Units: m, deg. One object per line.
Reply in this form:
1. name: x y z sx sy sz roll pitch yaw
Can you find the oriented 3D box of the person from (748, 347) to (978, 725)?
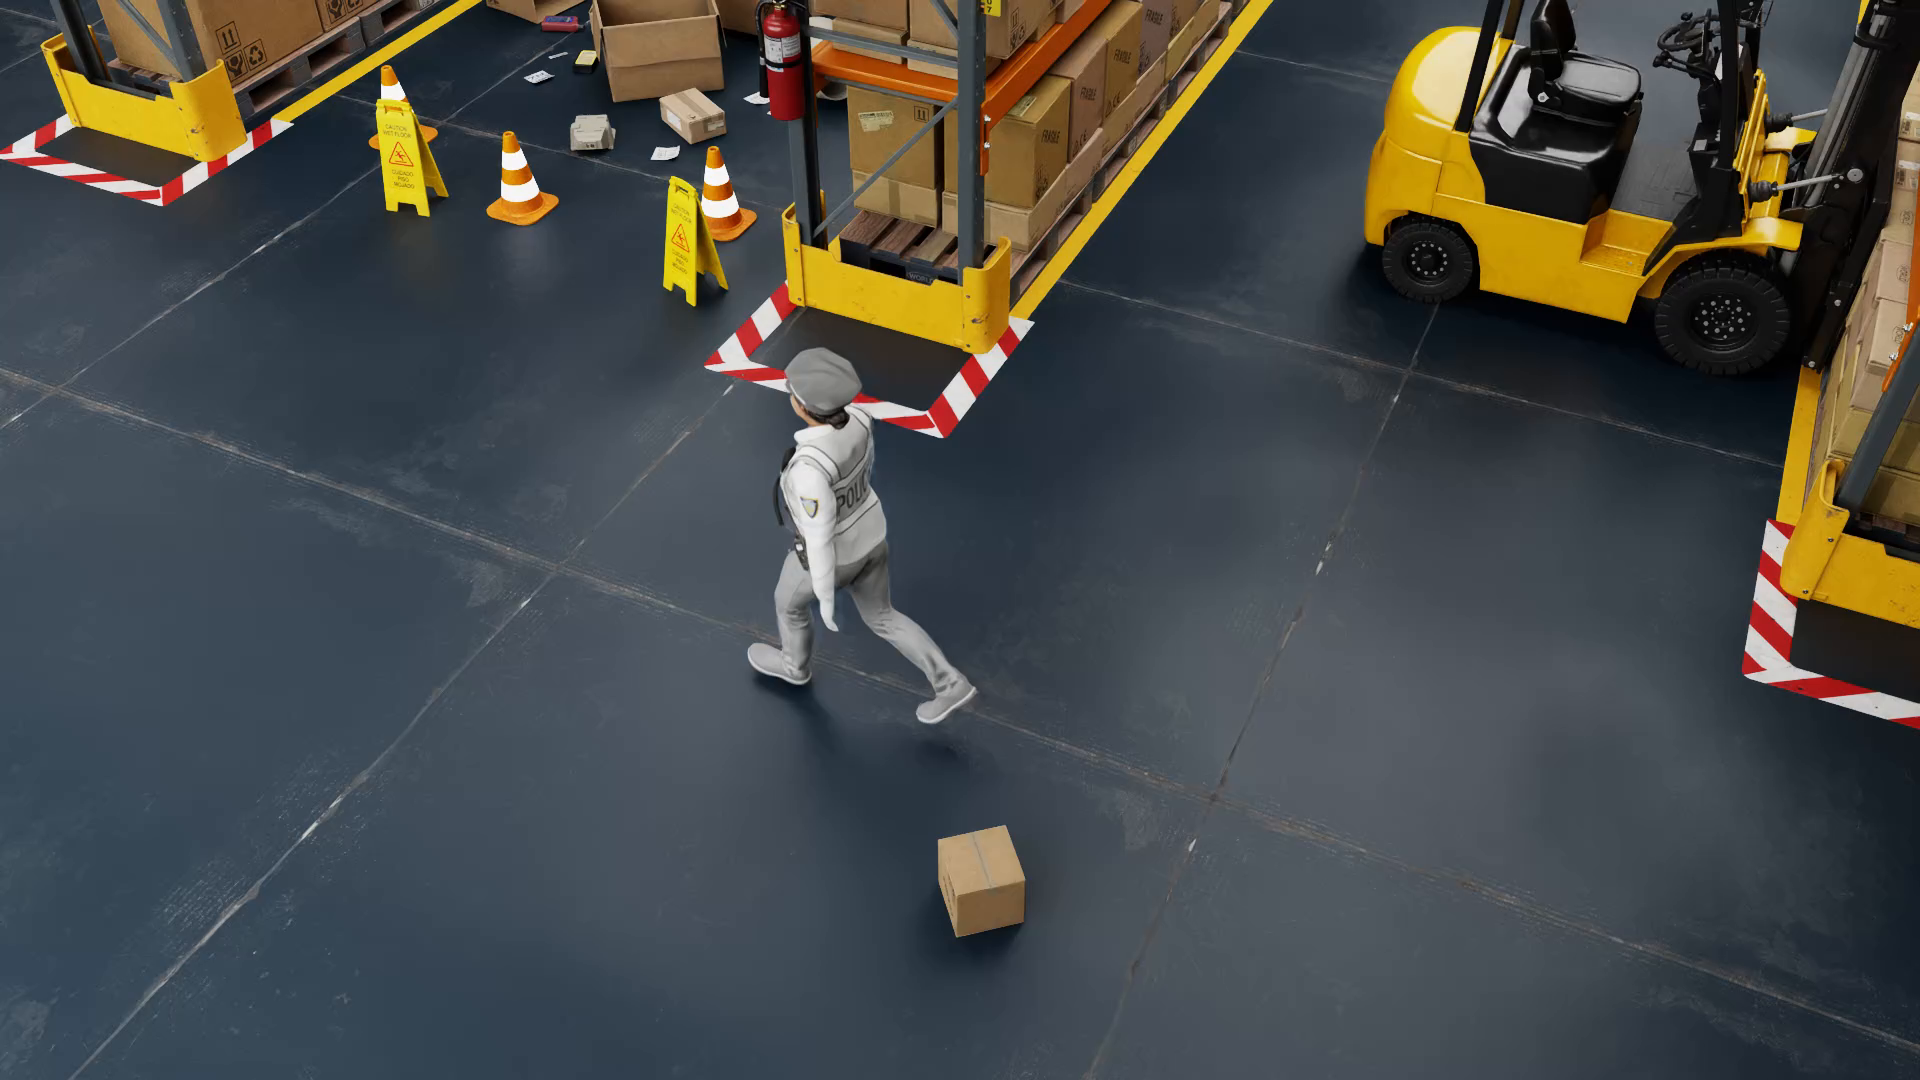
1. person: -0.400 0.020 6.133 0.999 1.628 0.552 22 47 23
